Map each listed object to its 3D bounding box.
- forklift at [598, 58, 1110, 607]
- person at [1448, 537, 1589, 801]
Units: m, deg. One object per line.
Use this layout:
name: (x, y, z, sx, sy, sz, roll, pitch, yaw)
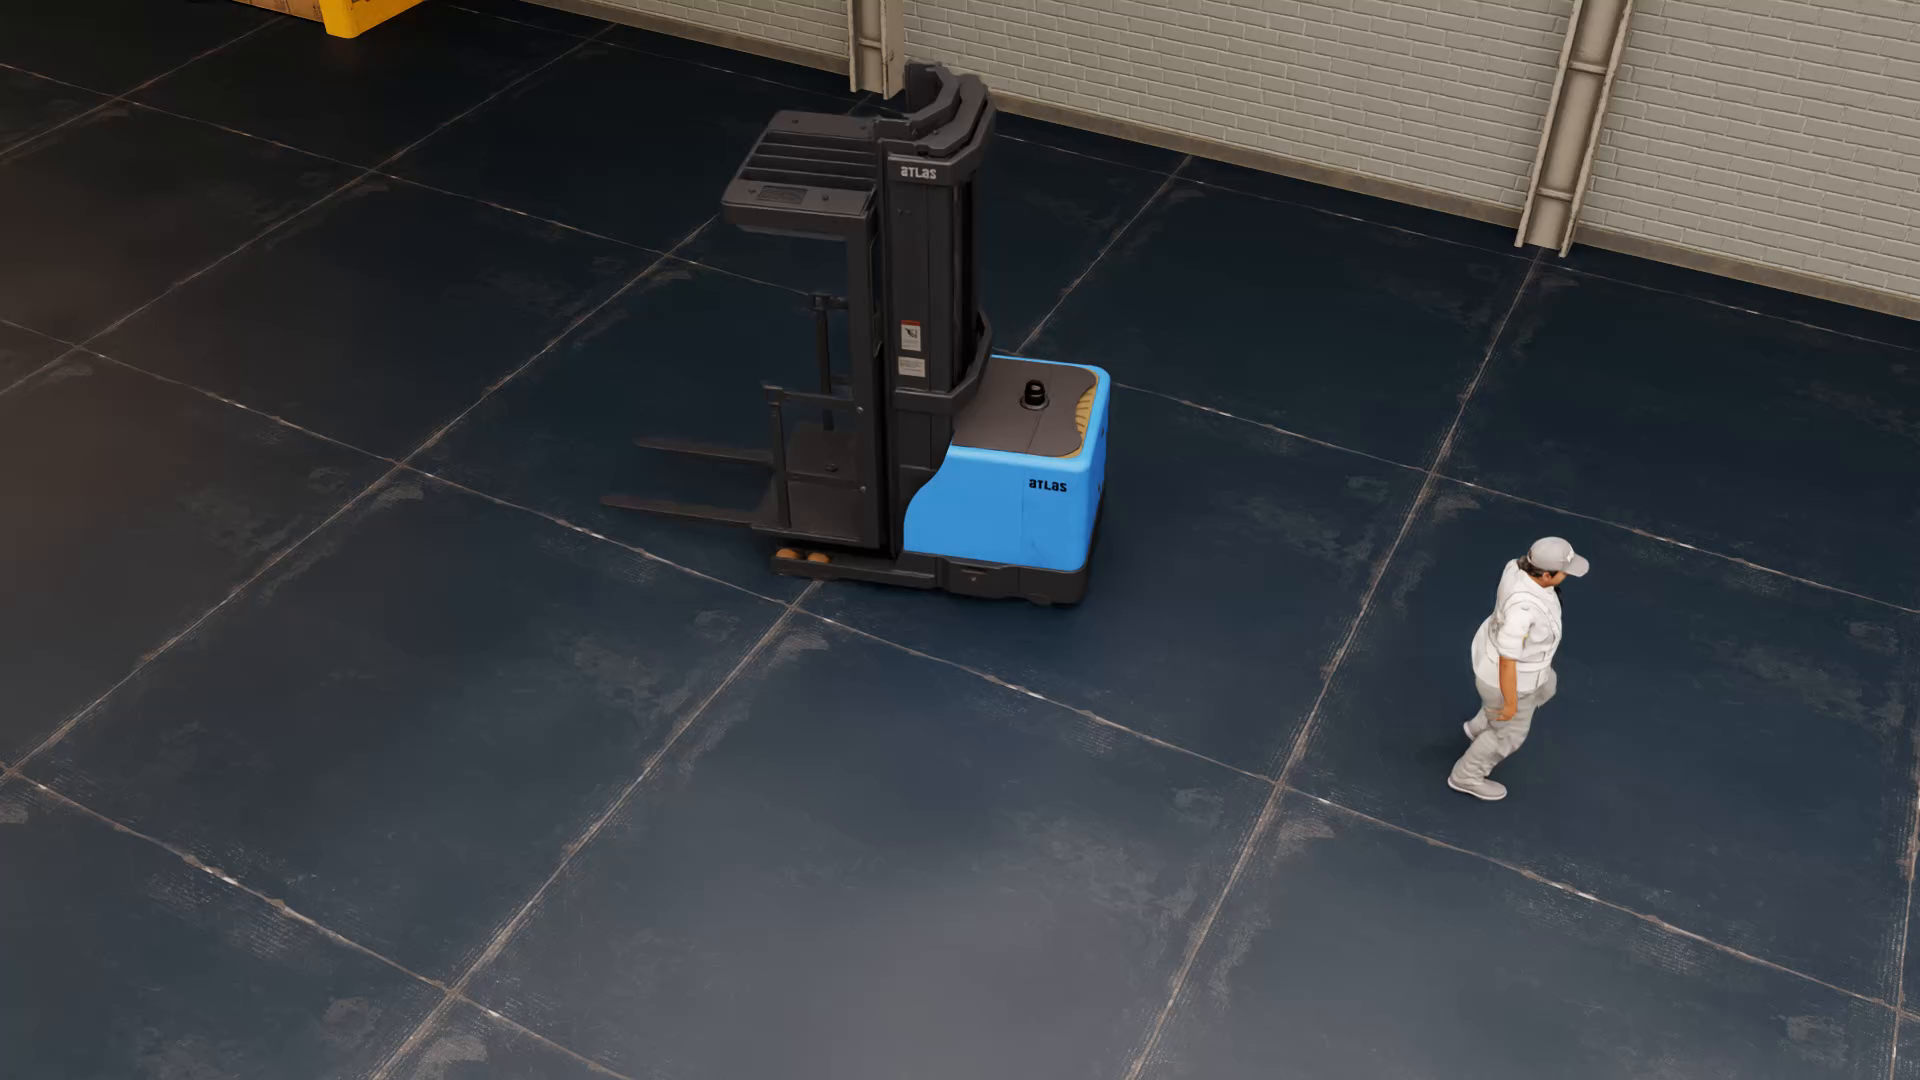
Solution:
forklift: (-0.671, -1.204, 9.416, 3.031, 2.935, 1.130, 7, 41, 9)
person: (2.781, 0.631, 8.244, 0.489, 1.652, 0.596, 8, 41, 9)
